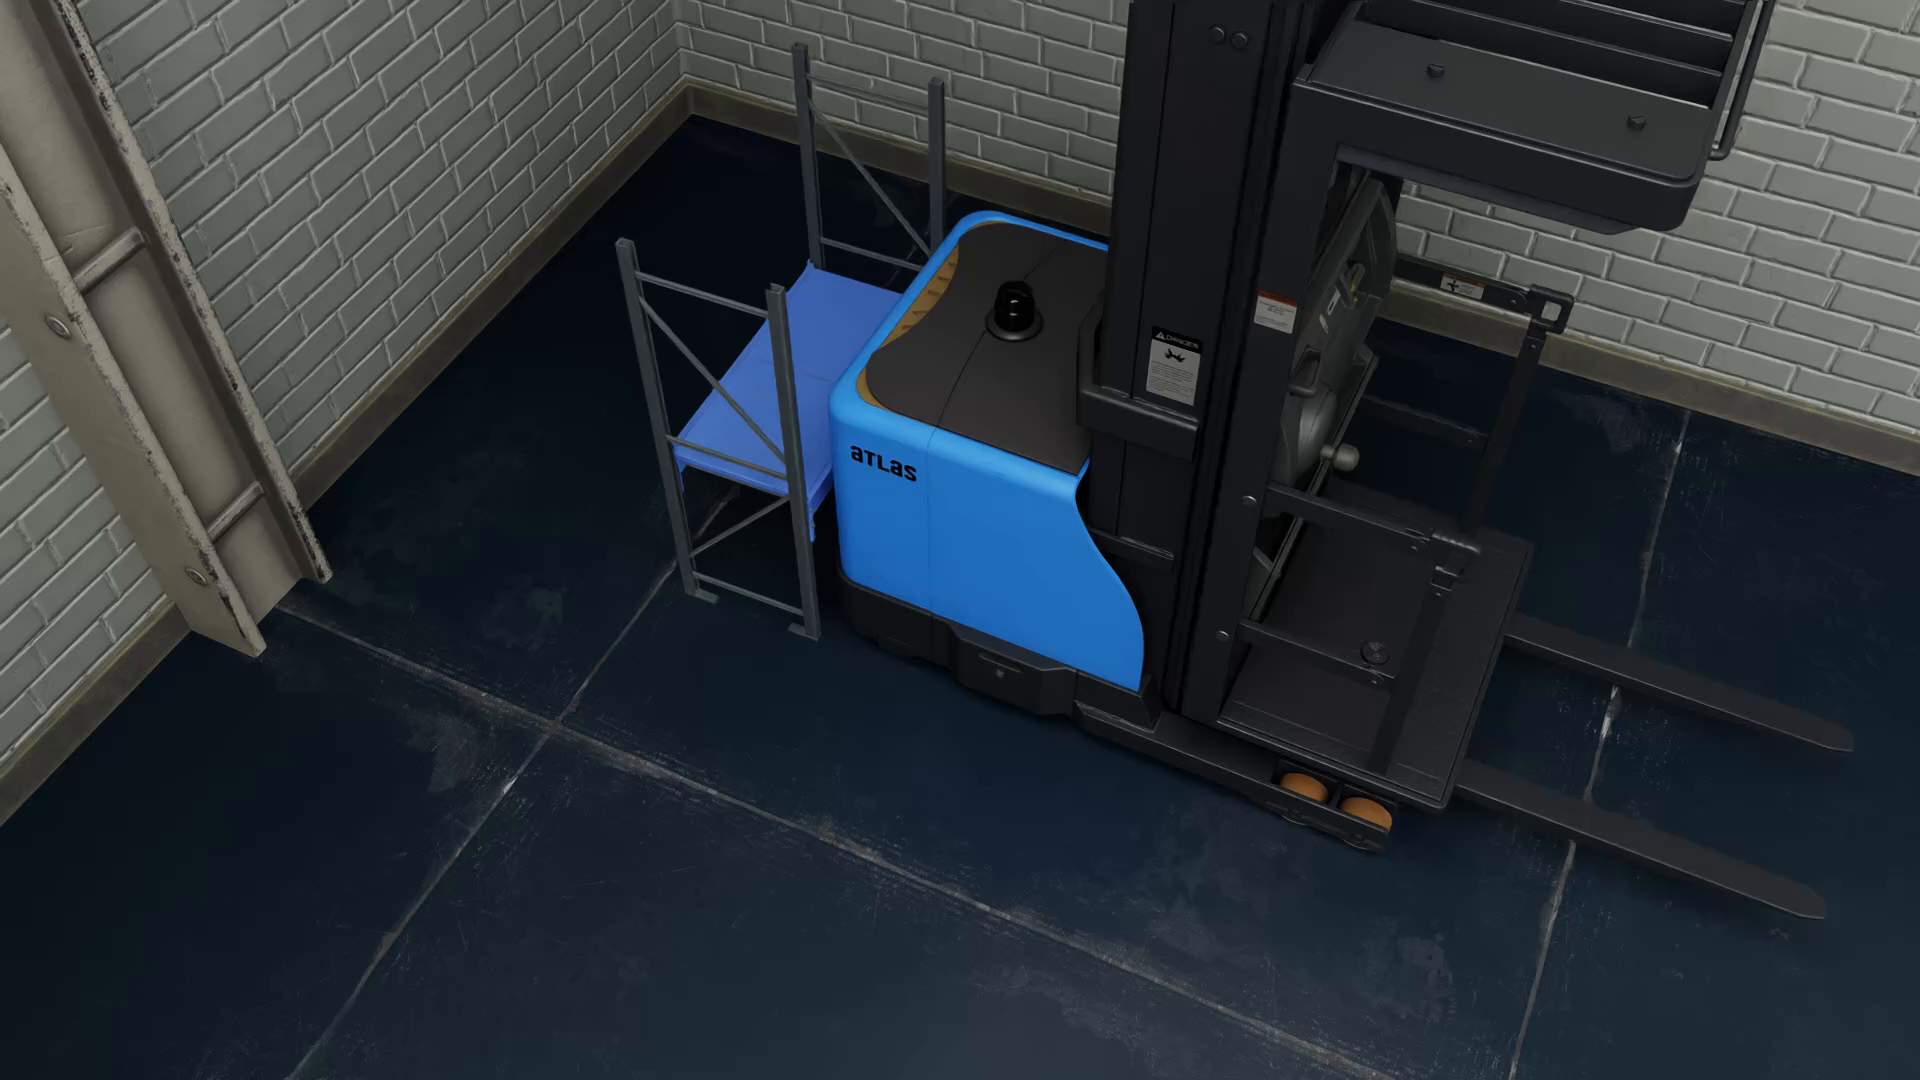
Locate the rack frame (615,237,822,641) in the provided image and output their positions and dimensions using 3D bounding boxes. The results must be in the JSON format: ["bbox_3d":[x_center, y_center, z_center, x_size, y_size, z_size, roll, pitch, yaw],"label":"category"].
[{"bbox_3d":[-0.691,-0.241,4.970,0.500,1.500,0.032,19,52,15],"label":"rack frame"}]

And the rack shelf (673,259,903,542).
[{"bbox_3d":[-0.485,-0.478,5.408,0.538,0.185,1.000,19,52,15],"label":"rack shelf"}]

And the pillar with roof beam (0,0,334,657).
[{"bbox_3d":[1.543,-1.318,0.963,9.100,9.000,0.400,20,52,16],"label":"pillar with roof beam"}]

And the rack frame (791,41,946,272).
[{"bbox_3d":[-0.279,-0.949,5.573,0.500,1.500,0.032,19,52,15],"label":"rack frame"}]

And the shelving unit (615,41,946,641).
[{"bbox_3d":[-0.485,-0.595,5.271,0.538,1.500,1.048,19,52,15],"label":"shelving unit"}]

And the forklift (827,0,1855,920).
[{"bbox_3d":[1.162,-0.494,4.246,3.031,2.935,1.130,20,53,16],"label":"forklift"}]
